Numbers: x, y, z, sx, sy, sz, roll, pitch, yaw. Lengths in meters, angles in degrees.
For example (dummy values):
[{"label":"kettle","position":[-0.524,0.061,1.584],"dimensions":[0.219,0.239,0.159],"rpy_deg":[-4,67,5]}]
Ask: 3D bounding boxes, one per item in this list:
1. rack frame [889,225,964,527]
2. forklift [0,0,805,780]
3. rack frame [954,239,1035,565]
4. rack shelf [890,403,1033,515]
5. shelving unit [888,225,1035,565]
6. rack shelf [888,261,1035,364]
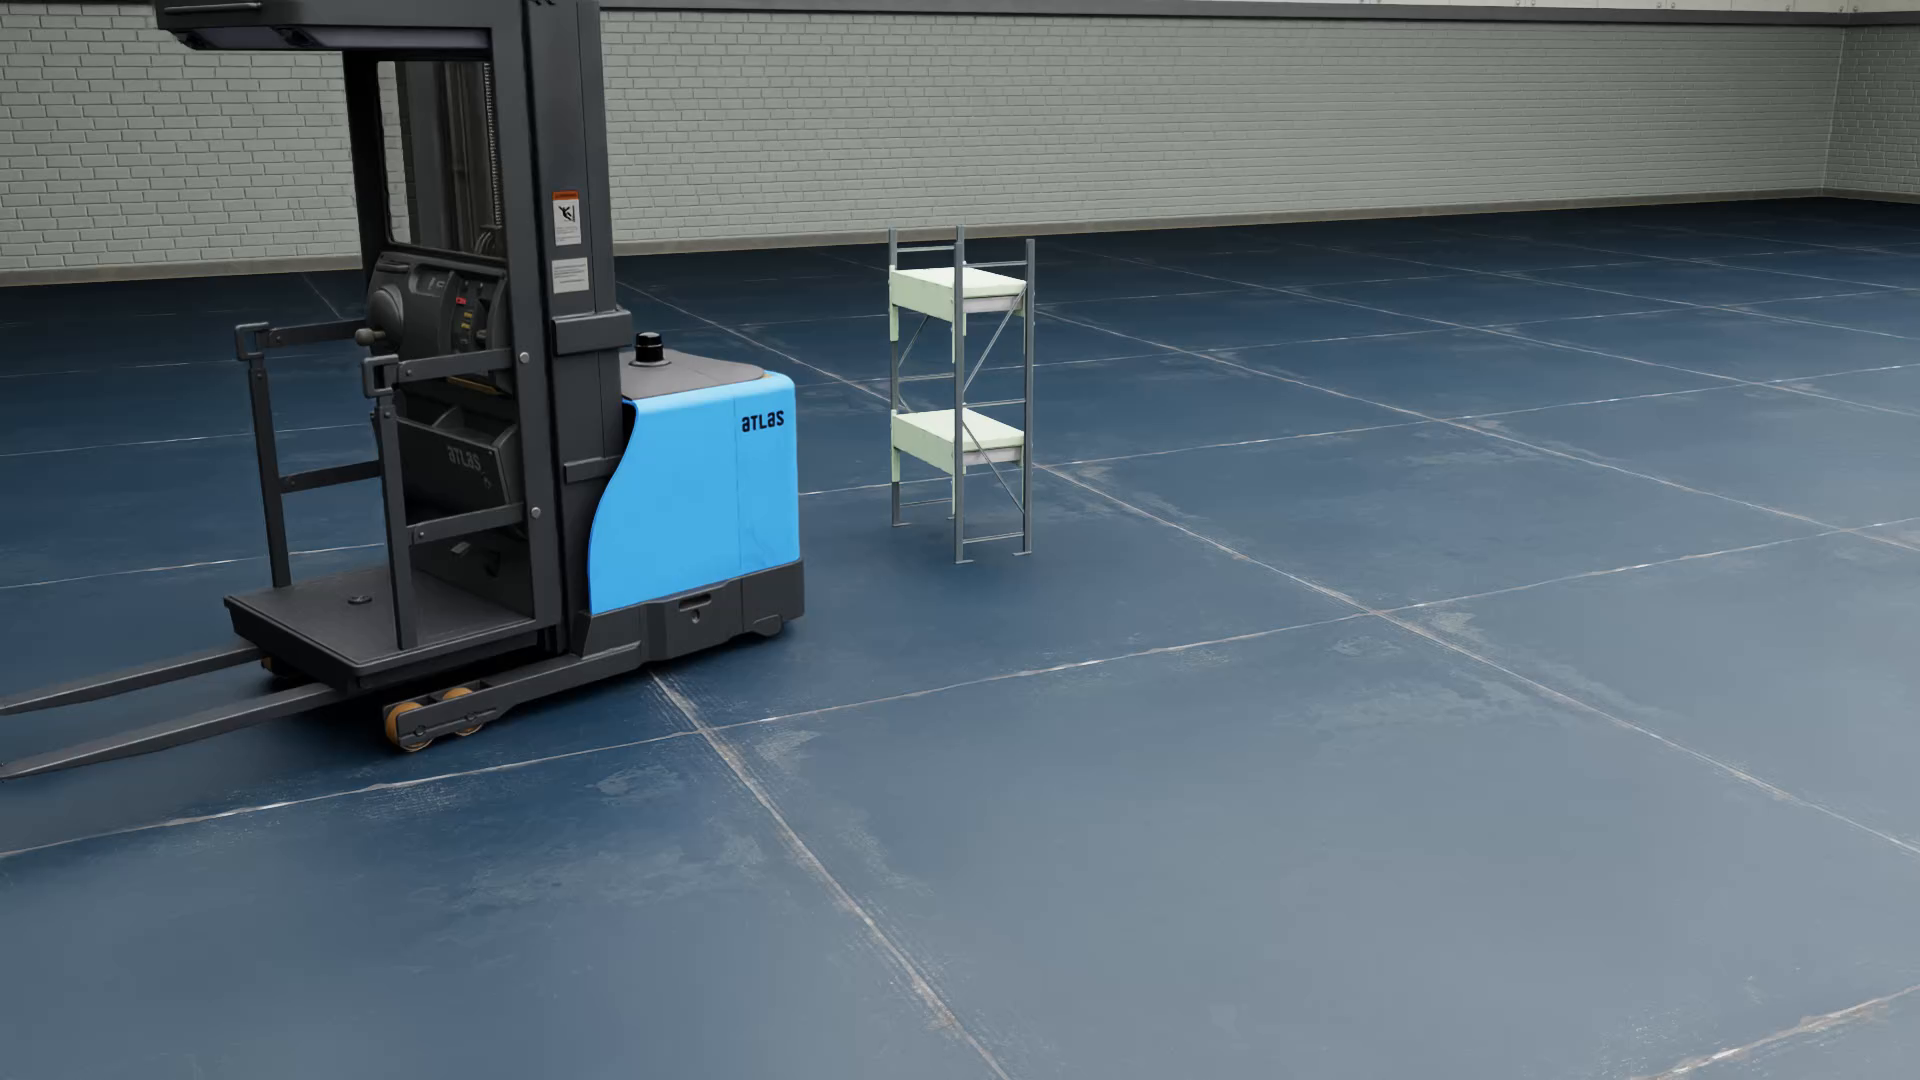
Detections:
[{"label":"rack frame","position":[-0.163,-0.813,8.366],"dimensions":[0.400,1.500,0.023],"rpy_deg":[-8,18,-25]},{"label":"forklift","position":[-2.043,-0.842,5.872],"dimensions":[1.130,2.935,3.031],"rpy_deg":[15,22,43]},{"label":"rack frame","position":[0.157,-0.632,7.733],"dimensions":[0.400,1.500,0.023],"rpy_deg":[-8,18,-25]},{"label":"rack shelf","position":[-0.003,-0.409,8.139],"dimensions":[0.431,0.370,0.720],"rpy_deg":[-8,18,-25]},{"label":"shelving unit","position":[-0.003,-0.723,8.050],"dimensions":[0.431,1.500,0.755],"rpy_deg":[-8,18,-25]},{"label":"rack shelf","position":[-0.003,-1.098,7.942],"dimensions":[0.431,0.370,0.720],"rpy_deg":[-8,18,-25]}]
